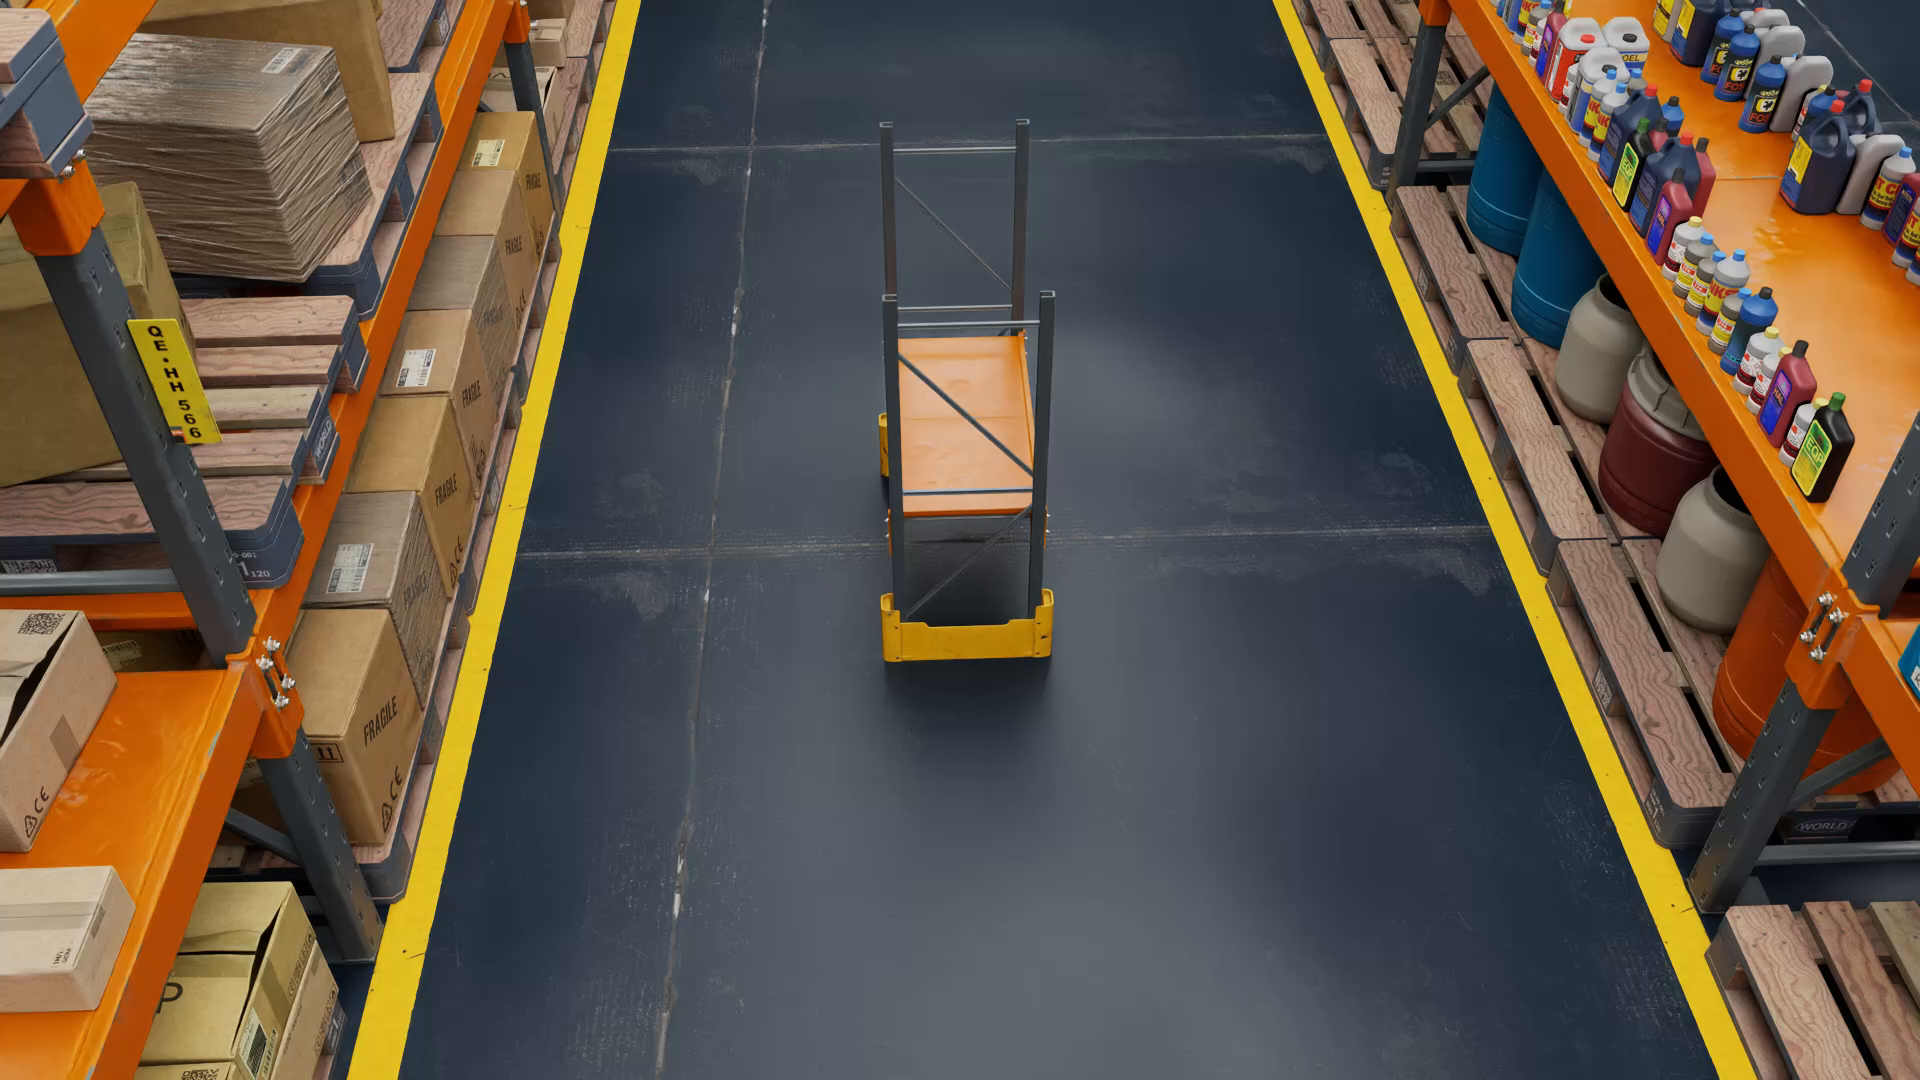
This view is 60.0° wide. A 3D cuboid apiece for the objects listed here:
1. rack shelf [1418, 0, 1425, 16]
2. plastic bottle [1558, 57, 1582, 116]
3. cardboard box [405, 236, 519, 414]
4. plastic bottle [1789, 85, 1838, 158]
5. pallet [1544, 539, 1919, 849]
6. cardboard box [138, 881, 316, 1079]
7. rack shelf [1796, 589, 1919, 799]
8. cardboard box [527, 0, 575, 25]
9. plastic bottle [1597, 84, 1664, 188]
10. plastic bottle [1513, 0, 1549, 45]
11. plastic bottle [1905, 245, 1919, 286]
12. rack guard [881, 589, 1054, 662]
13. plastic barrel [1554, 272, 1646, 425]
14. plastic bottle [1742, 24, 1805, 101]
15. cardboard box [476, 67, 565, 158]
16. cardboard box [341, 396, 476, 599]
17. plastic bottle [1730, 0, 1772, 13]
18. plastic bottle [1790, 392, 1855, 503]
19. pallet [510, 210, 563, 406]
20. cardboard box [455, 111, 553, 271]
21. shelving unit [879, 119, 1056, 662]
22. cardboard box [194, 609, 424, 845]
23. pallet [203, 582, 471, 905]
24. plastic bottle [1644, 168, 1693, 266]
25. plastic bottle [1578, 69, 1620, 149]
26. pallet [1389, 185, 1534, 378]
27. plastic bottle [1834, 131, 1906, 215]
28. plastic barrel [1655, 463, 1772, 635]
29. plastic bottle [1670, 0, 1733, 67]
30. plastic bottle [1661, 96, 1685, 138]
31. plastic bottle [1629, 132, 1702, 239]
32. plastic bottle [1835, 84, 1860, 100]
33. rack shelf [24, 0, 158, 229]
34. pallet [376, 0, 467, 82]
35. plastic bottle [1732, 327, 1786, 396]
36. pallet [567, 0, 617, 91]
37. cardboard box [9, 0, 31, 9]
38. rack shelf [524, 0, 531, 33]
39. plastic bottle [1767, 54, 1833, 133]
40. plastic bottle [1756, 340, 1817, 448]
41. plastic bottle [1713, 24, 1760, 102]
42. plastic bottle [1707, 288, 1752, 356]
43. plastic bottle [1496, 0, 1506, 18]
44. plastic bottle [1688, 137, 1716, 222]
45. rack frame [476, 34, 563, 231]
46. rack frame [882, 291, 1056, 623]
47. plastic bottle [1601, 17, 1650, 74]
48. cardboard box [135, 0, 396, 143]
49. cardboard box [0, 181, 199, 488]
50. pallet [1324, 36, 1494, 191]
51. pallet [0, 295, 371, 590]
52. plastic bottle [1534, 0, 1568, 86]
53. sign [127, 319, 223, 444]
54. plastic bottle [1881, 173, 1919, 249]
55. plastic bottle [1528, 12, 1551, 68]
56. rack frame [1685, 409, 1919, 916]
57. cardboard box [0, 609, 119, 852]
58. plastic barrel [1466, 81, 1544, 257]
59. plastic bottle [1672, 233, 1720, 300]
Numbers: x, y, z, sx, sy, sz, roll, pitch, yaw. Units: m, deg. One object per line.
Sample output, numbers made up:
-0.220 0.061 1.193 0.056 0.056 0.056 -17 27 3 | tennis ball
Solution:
2.473 -3.813 8.723 1.077 0.370 4.000 -2 43 -2 | rack shelf
2.214 -1.628 5.953 0.097 0.201 0.097 0 43 0 | plastic bottle
-2.051 -0.832 6.462 0.500 0.500 0.500 -1 43 -1 | cardboard box
2.927 -1.420 5.675 0.097 0.271 0.097 0 43 0 | plastic bottle
2.653 0.469 5.582 1.003 0.211 1.213 -2 43 -2 | pallet
-1.953 1.110 4.128 0.500 0.311 0.500 -1 43 -1 | cardboard box
2.813 1.587 2.831 1.077 0.370 4.000 -2 43 -2 | rack shelf
-2.476 -3.099 8.933 0.797 0.503 0.637 -2 43 -2 | cardboard box
2.257 -1.366 5.557 0.144 0.351 0.185 -2 43 -2 | plastic bottle
2.190 -2.031 6.342 0.097 0.271 0.097 0 43 0 | plastic bottle
3.020 -0.919 5.128 0.097 0.271 0.097 0 43 0 | plastic bottle
0.024 0.296 5.743 0.587 0.250 0.087 -2 43 -2 | rack guard
2.529 -0.737 6.364 0.421 0.512 0.421 0 43 0 | plastic barrel
2.940 -1.748 6.029 0.152 0.276 0.135 -2 43 -2 | plastic bottle
-2.193 -2.049 7.930 0.500 0.311 0.500 -2 43 -2 | cardboard box
-1.999 -0.137 5.704 0.500 0.500 0.500 -2 43 -2 | cardboard box
2.932 -1.974 6.221 0.144 0.351 0.185 -2 43 -2 | plastic bottle
2.284 -0.246 4.385 0.061 0.283 0.133 -2 43 -2 | plastic bottle
-2.319 -1.013 7.199 1.003 0.211 1.213 -2 43 -2 | pallet
-2.084 -1.505 7.196 0.500 0.500 0.500 -2 43 -2 | cardboard box
0.003 -0.501 5.687 0.587 1.500 1.083 -2 43 -2 | shelving unit
-1.955 0.555 4.949 0.500 0.500 0.500 0 43 0 | cardboard box
-2.215 0.634 5.402 1.003 0.211 1.213 -2 43 -2 | pallet
2.236 -1.017 5.226 0.061 0.283 0.133 -2 43 -2 | plastic bottle
2.224 -1.497 5.758 0.097 0.271 0.097 0 43 0 | plastic bottle
2.549 -1.178 7.379 1.003 0.211 1.213 -2 43 -2 | pallet
2.973 -1.220 5.453 0.152 0.276 0.135 -2 43 -2 | plastic bottle
2.577 0.026 5.532 0.421 0.512 0.421 0 43 0 | plastic barrel
2.788 -1.970 6.216 0.144 0.351 0.185 -2 43 -2 | plastic bottle
2.376 -1.370 5.619 0.097 0.271 0.097 0 43 0 | plastic bottle
2.271 -1.151 5.322 0.144 0.351 0.185 -2 43 -2 | plastic bottle
3.005 -1.439 5.687 0.061 0.283 0.133 -2 43 -2 | plastic bottle
-2.306 -2.079 4.611 1.077 0.370 4.000 -2 43 -2 | rack shelf
-2.466 -1.975 6.327 1.003 0.211 1.213 -2 43 -2 | pallet
2.284 -0.516 4.740 0.097 0.201 0.097 0 43 0 | plastic bottle
-2.474 -2.850 9.203 1.003 0.211 1.213 -2 43 -2 | pallet
-2.274 -1.325 3.181 0.910 0.500 0.500 -2 43 -2 | cardboard box
-2.476 -3.674 8.571 1.077 0.370 4.000 -2 43 -2 | rack shelf
2.950 -1.591 5.858 0.152 0.276 0.135 -2 43 -2 | plastic bottle
2.274 -0.402 4.555 0.061 0.283 0.133 -2 43 -2 | plastic bottle
2.816 -1.730 6.013 0.097 0.271 0.097 0 43 0 | plastic bottle
2.275 -0.647 4.883 0.097 0.201 0.097 0 43 0 | plastic bottle
2.180 -2.188 6.512 0.097 0.271 0.097 0 43 0 | plastic bottle
2.372 -1.146 5.367 0.061 0.283 0.133 -2 43 -2 | plastic bottle
-2.391 -2.589 6.854 1.000 3.000 0.127 -2 43 -2 | rack frame
0.025 -0.152 5.306 0.500 1.500 0.032 -2 43 -2 | rack frame
2.388 -1.739 6.019 0.152 0.276 0.135 -2 43 -2 | plastic bottle
-2.255 -1.590 5.379 0.700 0.500 0.500 -12 44 -13 | cardboard box
-2.361 -0.502 4.193 0.700 0.500 0.500 -15 45 -16 | cardboard box
2.488 -2.196 8.489 1.003 0.211 1.213 -2 43 -2 | pallet
-2.320 -0.273 4.470 1.213 0.211 1.003 -2 43 -2 | pallet
2.185 -1.826 6.109 0.061 0.283 0.133 -2 43 -2 | plastic bottle
-1.667 -0.333 3.537 0.100 0.325 0.005 -2 43 -2 | sign
3.029 -1.068 5.281 0.061 0.283 0.133 -2 43 -2 | plastic bottle
2.198 -1.874 6.222 0.097 0.201 0.097 0 43 0 | plastic bottle
2.728 -0.028 4.061 1.000 3.000 0.127 -2 43 -2 | rack frame
-2.250 0.391 3.669 0.500 0.311 0.500 1 43 1 | cardboard box
2.564 -1.742 7.173 0.600 0.901 0.708 -2 43 -2 | plastic barrel
2.263 -0.844 5.098 0.097 0.201 0.097 0 43 0 | plastic bottle
